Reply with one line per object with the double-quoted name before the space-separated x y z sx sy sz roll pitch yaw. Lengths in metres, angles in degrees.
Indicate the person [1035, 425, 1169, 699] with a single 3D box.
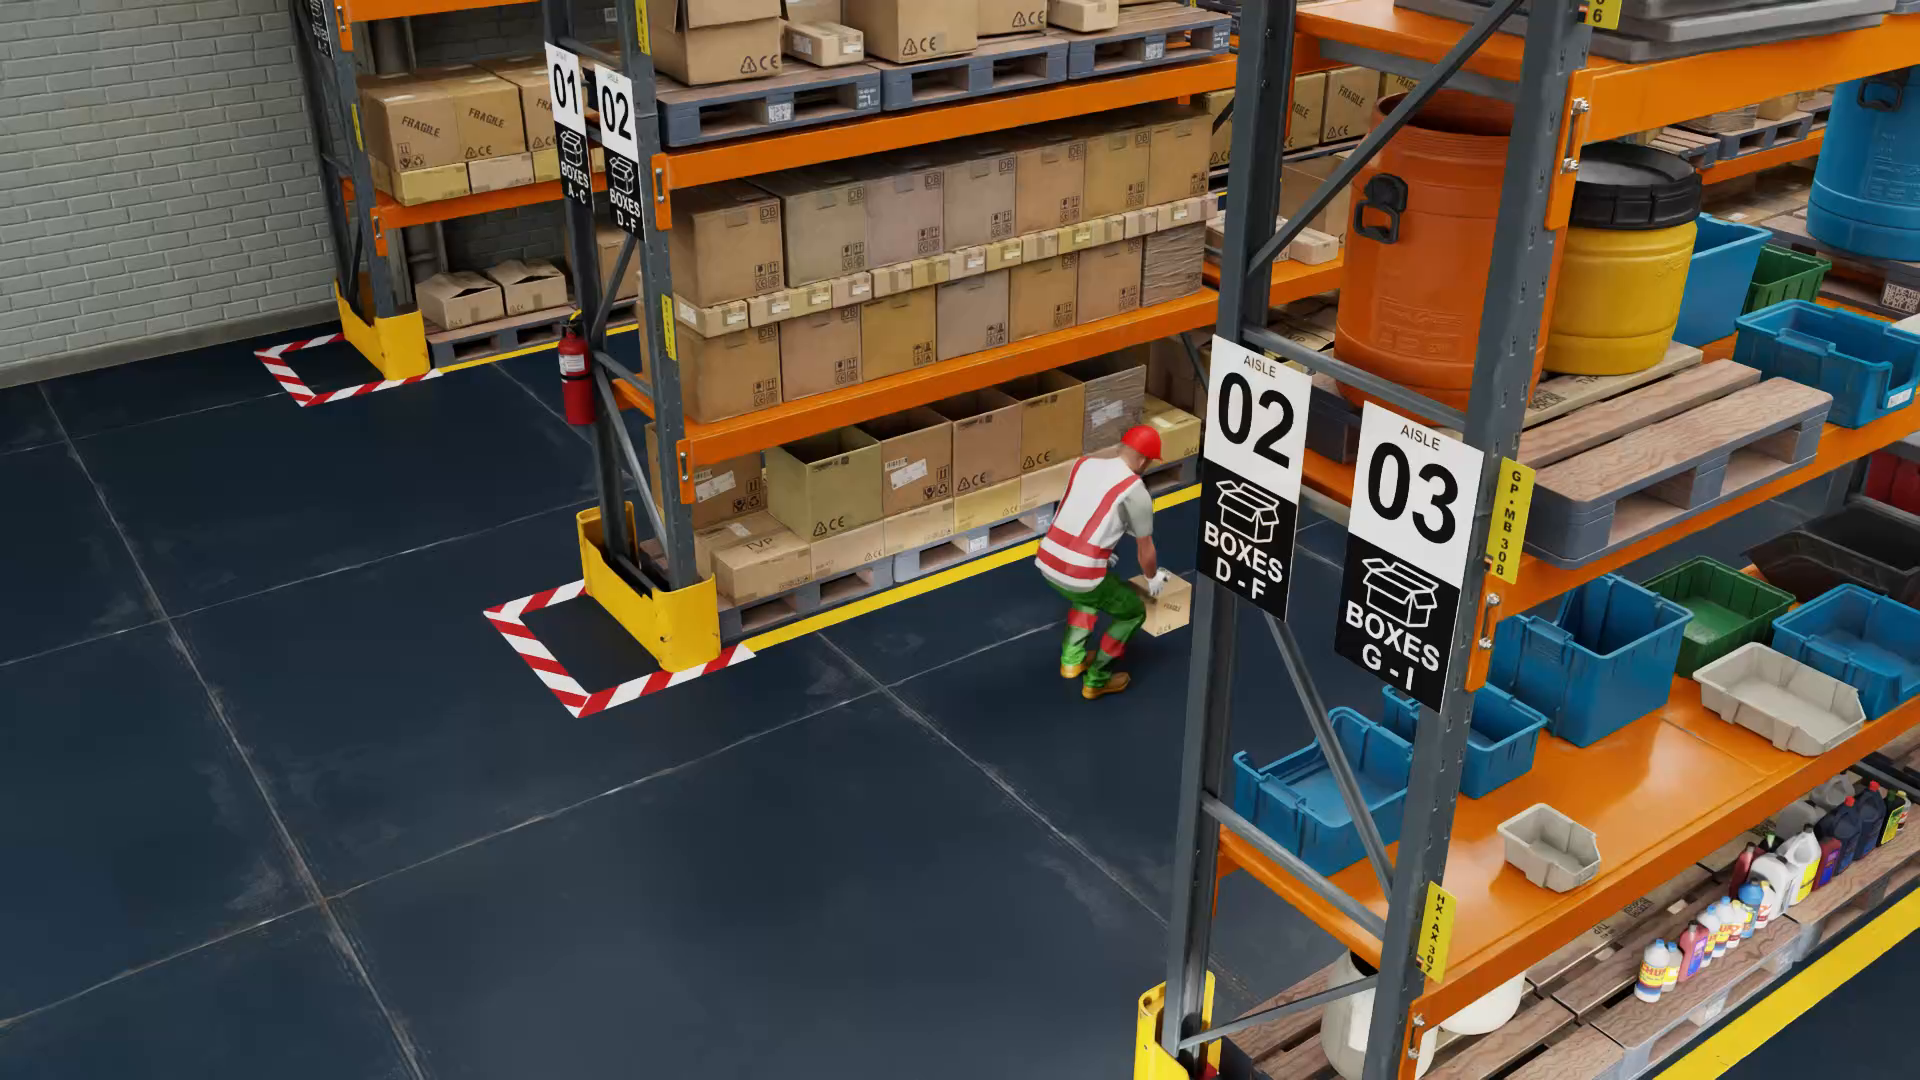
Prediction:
"person" 0.740 0.104 8.800 0.765 1.414 0.584 -19 33 -31
